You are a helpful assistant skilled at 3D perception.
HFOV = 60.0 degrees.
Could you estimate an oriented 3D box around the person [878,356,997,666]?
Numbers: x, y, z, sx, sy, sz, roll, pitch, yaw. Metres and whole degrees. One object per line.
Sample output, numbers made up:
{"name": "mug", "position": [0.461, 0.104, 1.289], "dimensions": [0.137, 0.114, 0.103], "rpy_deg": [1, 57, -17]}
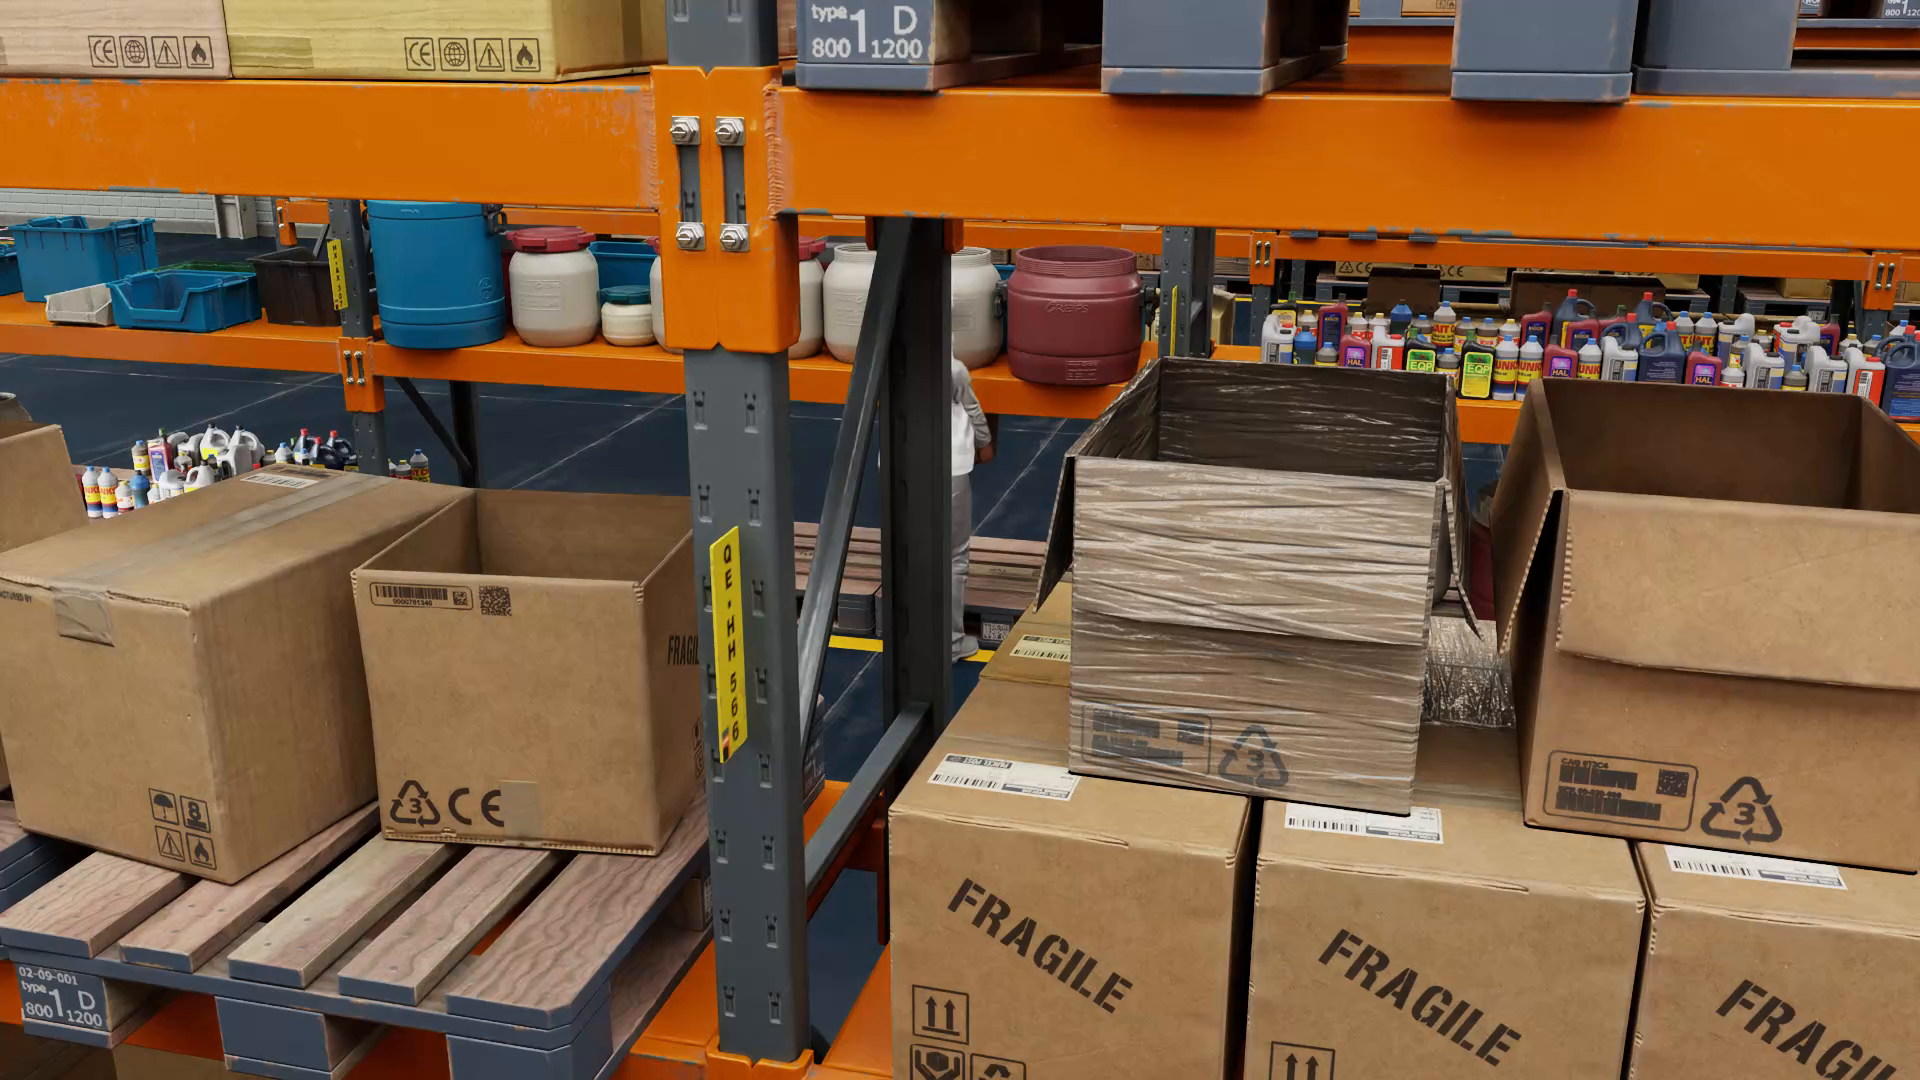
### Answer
{"name": "person", "position": [-0.113, -0.336, 7.554], "dimensions": [0.494, 1.762, 0.560], "rpy_deg": [11, 21, 31]}
